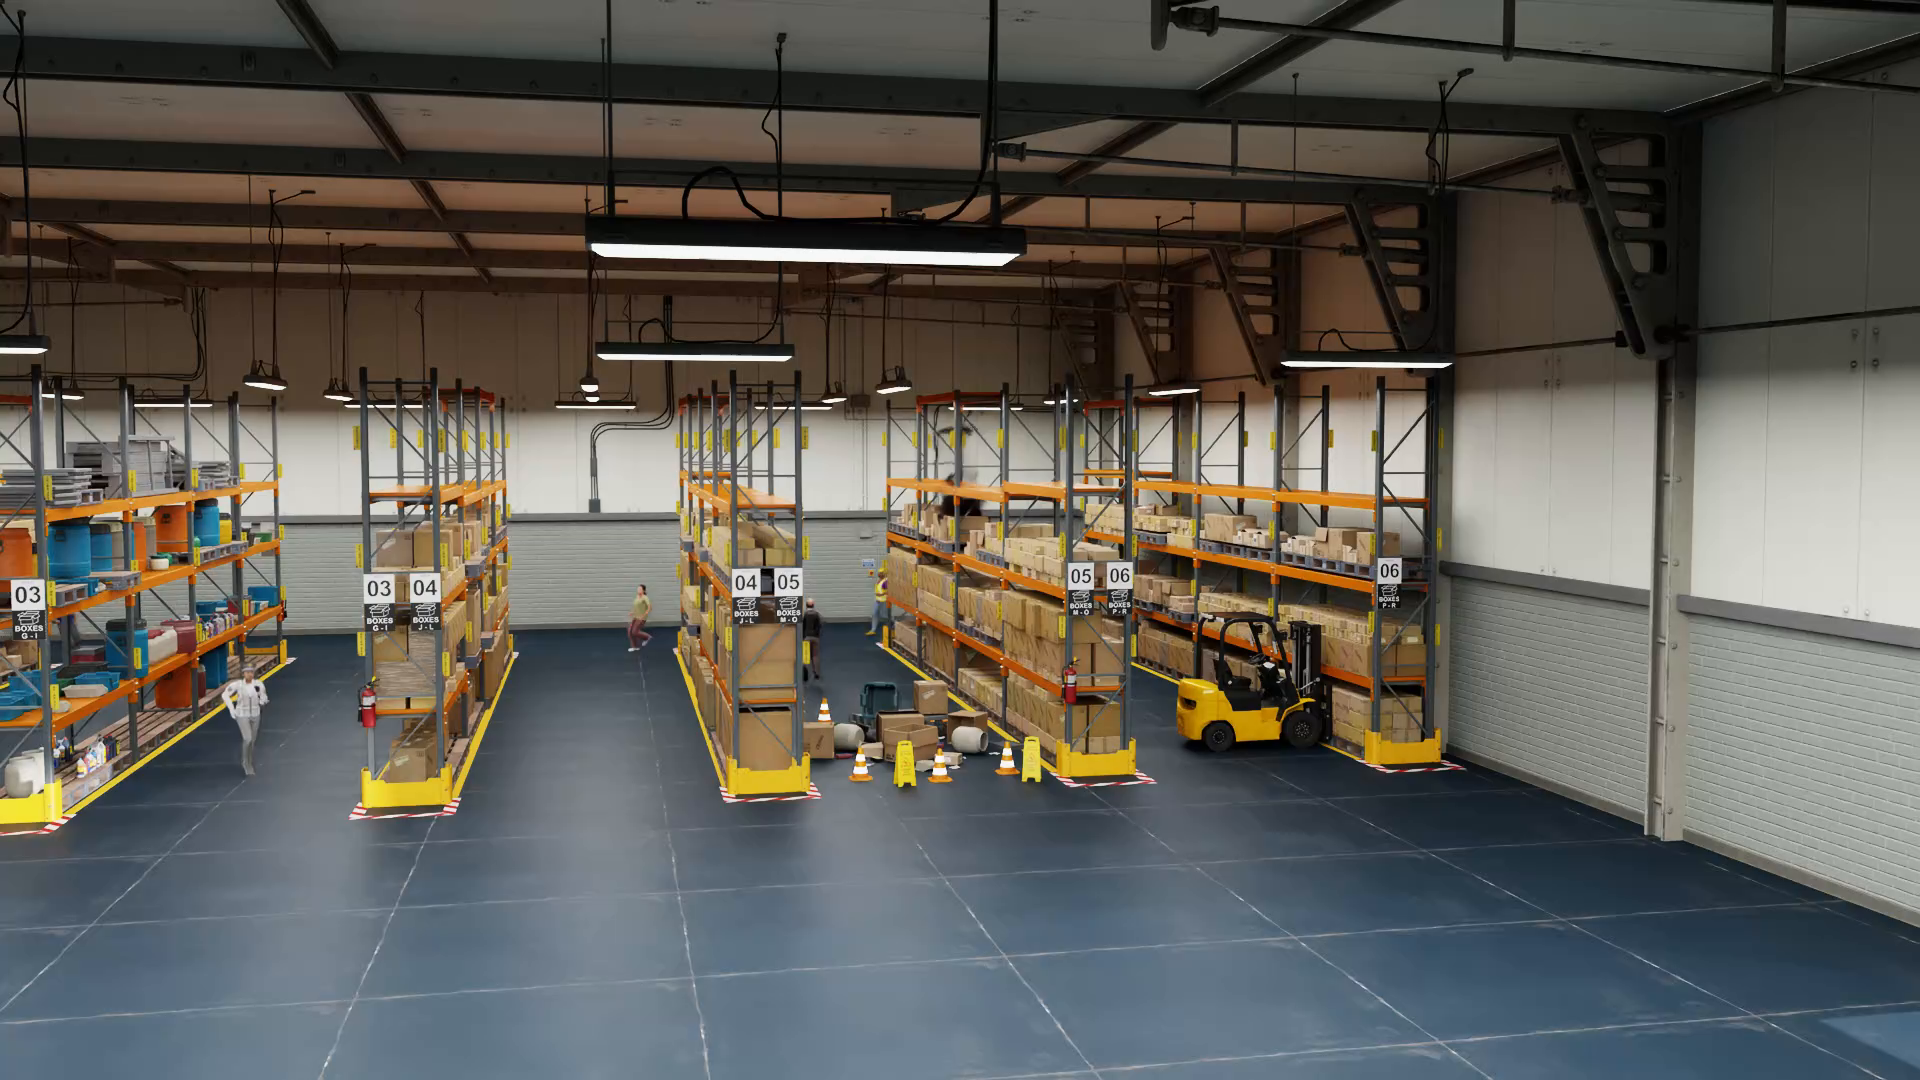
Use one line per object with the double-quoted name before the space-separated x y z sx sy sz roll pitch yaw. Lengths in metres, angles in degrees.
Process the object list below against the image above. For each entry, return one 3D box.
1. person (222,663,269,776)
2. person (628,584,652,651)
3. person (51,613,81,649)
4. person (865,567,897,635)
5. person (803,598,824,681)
"person" -10.693 2.690 24.963 0.613 1.721 0.738 -3 4 -40
"person" -7.581 1.853 39.591 0.621 1.615 0.563 3 5 44
"person" -20.262 1.986 37.655 0.560 1.569 0.649 2 4 32
"person" -2.019 1.572 42.794 0.955 1.737 0.730 -2 4 -30
"person" -3.144 2.096 34.512 0.661 1.753 0.878 -1 3 -11
